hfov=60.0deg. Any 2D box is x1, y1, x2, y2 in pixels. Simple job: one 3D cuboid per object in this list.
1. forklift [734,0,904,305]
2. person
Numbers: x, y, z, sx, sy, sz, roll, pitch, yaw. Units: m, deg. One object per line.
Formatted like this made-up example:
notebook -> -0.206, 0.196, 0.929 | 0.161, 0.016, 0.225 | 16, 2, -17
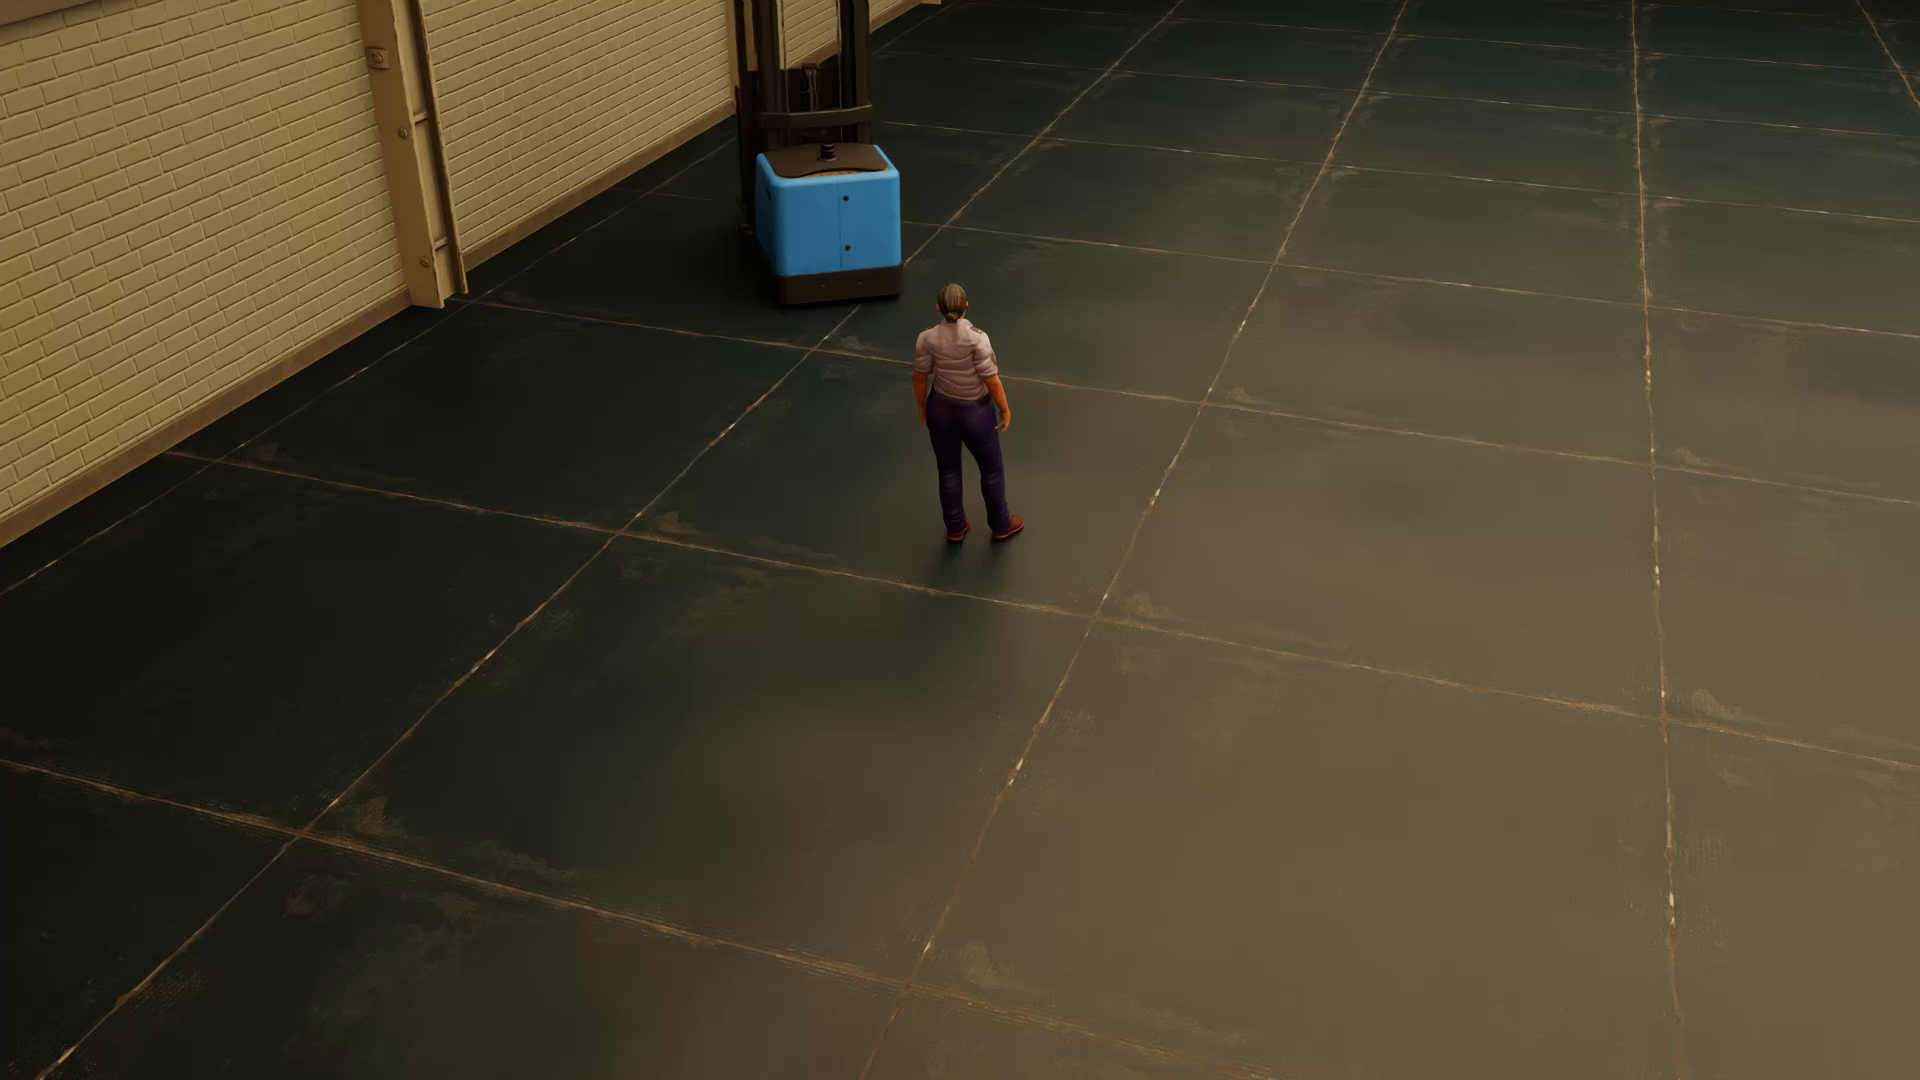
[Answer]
forklift -> -1.339, -3.861, 13.910 | 1.130, 2.935, 3.031 | -8, 31, -13
person -> 0.051, -0.760, 9.752 | 0.598, 1.651, 0.502 | 10, 31, 16
